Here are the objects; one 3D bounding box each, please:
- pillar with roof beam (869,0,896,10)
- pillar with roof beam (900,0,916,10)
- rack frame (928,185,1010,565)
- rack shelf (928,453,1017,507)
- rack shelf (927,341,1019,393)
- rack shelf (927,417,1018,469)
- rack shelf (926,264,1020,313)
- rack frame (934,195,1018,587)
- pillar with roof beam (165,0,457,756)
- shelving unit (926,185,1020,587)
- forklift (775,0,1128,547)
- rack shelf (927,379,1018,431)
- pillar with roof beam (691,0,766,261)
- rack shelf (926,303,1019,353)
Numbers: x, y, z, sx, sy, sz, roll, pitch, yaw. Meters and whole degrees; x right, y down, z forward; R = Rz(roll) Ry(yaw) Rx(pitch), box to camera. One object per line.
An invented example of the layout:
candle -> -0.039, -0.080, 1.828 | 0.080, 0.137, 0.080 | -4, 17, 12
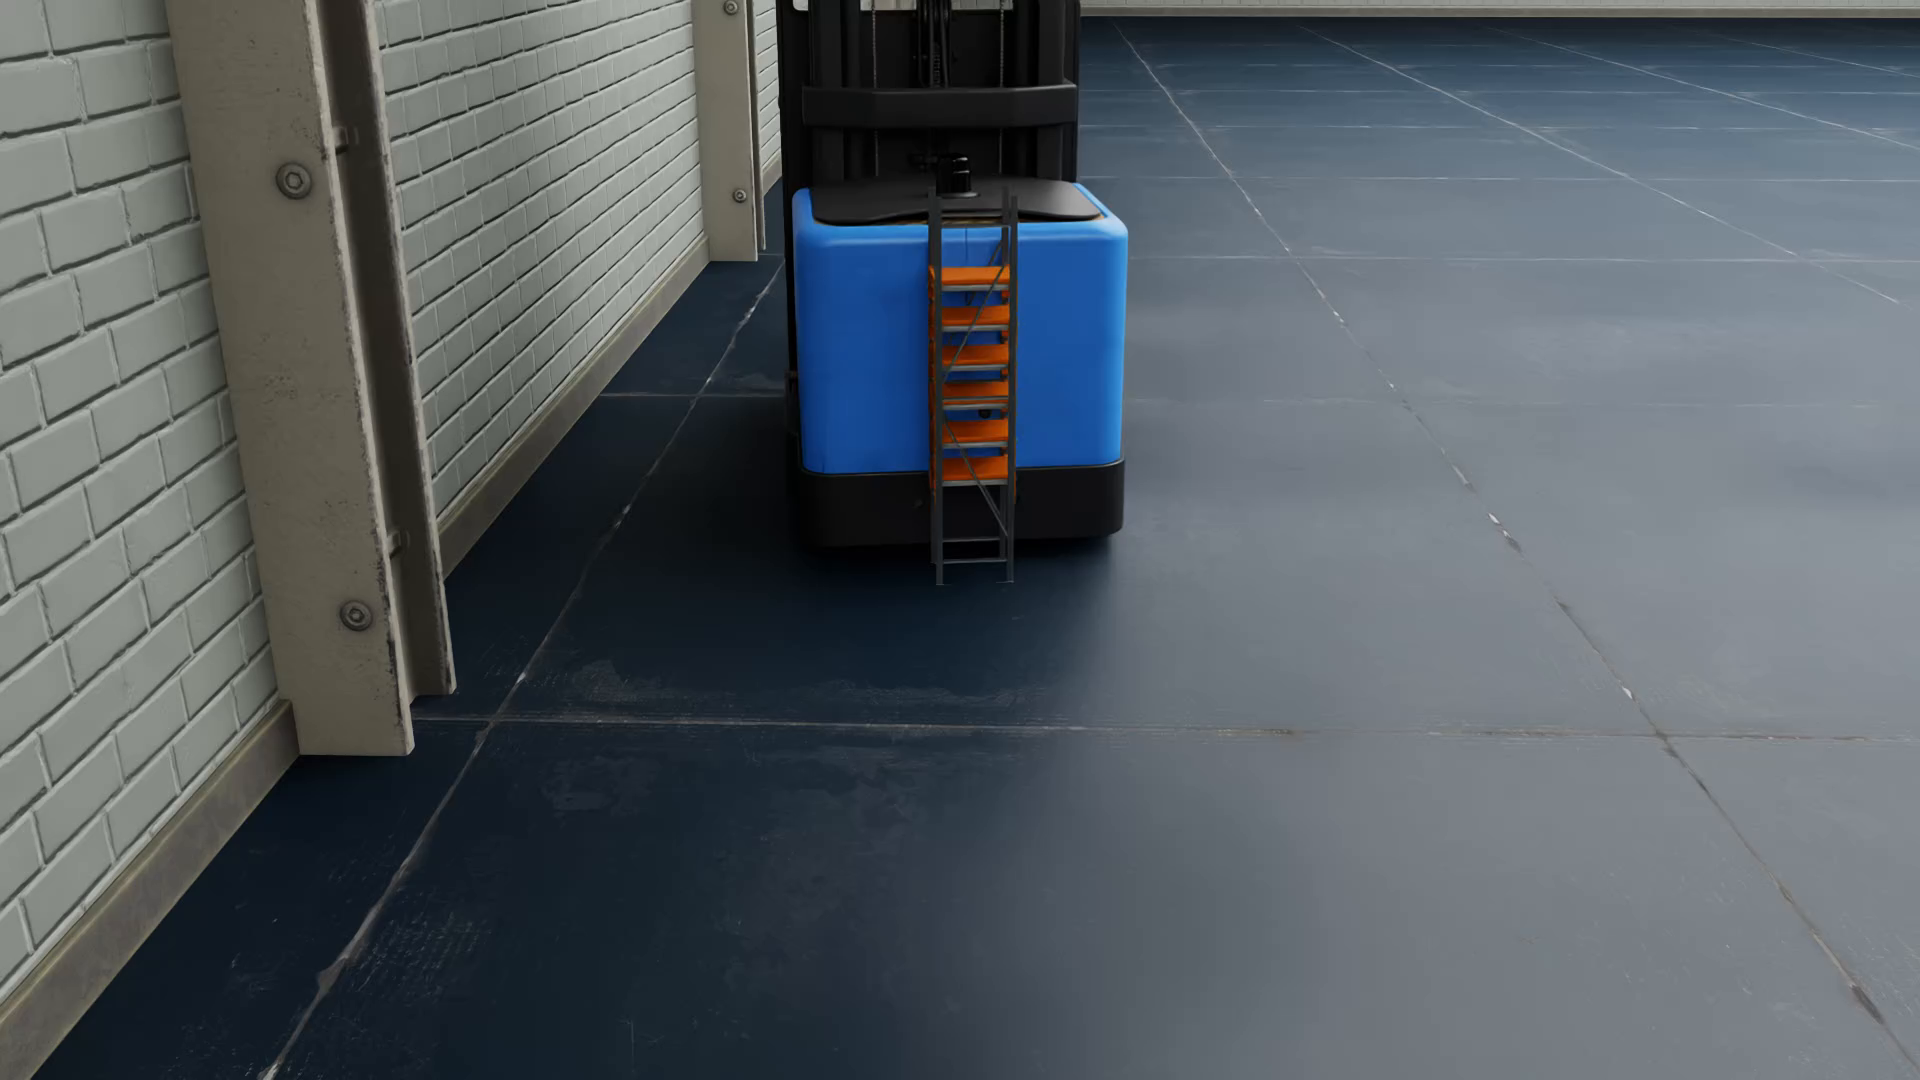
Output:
pillar with roof beam -> 3.327, -10.192, 19.356 | 9.100, 9.000, 0.400 | 1, 21, 2
pillar with roof beam -> 3.509, -12.361, 24.947 | 9.100, 9.000, 0.400 | 1, 21, 2
rack frame -> 0.027, -0.485, 5.119 | 0.240, 1.200, 0.006 | -2, 21, -6
rack shelf -> 0.036, -0.186, 5.137 | 0.258, 0.103, 0.180 | -2, 21, -6
rack shelf -> 0.036, -0.522, 5.007 | 0.258, 0.103, 0.180 | -2, 21, -6
rack shelf -> 0.036, -0.298, 5.094 | 0.258, 0.103, 0.180 | -2, 21, -6
rack shelf -> 0.036, -0.746, 4.920 | 0.258, 0.103, 0.180 | -2, 21, -6
rack frame -> 0.046, -0.419, 4.949 | 0.240, 1.200, 0.006 | -2, 21, -6
pillar with roof beam -> 2.779, -3.684, 2.582 | 9.100, 9.000, 0.400 | 1, 21, 2
shelving unit -> 0.036, -0.452, 5.034 | 0.258, 1.200, 0.189 | -2, 21, -6
forklift -> -0.140, -1.838, 6.215 | 1.130, 2.935, 3.031 | -2, 21, -6
rack shelf -> 0.036, -0.410, 5.050 | 0.258, 0.103, 0.180 | -2, 21, -6
pillar with roof beam -> 2.962, -5.853, 8.173 | 9.100, 9.000, 0.400 | 1, 21, 2
rack shelf -> 0.036, -0.634, 4.963 | 0.258, 0.103, 0.180 | -2, 21, -6
